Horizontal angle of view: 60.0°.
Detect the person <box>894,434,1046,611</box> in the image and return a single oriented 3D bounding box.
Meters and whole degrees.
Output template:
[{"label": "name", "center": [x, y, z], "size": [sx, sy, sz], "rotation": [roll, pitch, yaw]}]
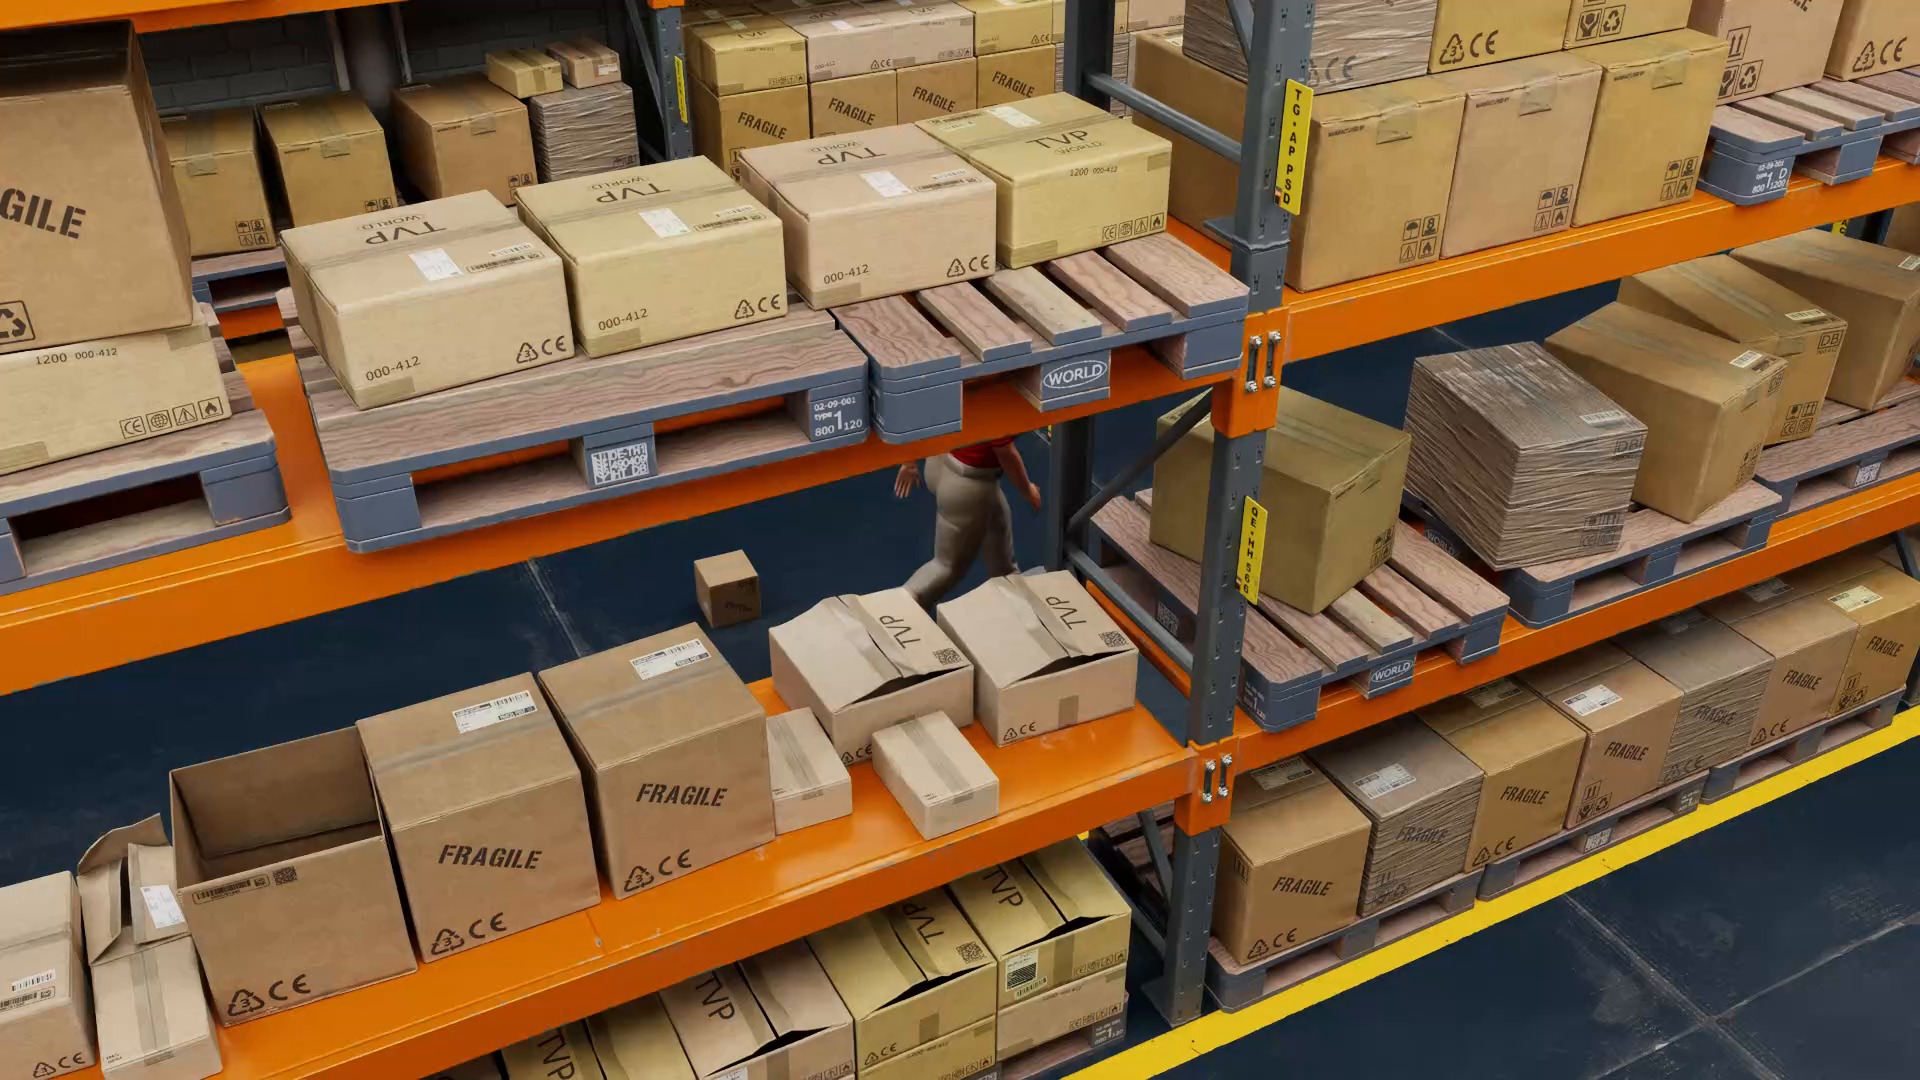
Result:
[{"label": "person", "center": [0.017, -0.276, 7.609], "size": [1.115, 1.662, 0.578], "rotation": [-16, 36, -23]}]
